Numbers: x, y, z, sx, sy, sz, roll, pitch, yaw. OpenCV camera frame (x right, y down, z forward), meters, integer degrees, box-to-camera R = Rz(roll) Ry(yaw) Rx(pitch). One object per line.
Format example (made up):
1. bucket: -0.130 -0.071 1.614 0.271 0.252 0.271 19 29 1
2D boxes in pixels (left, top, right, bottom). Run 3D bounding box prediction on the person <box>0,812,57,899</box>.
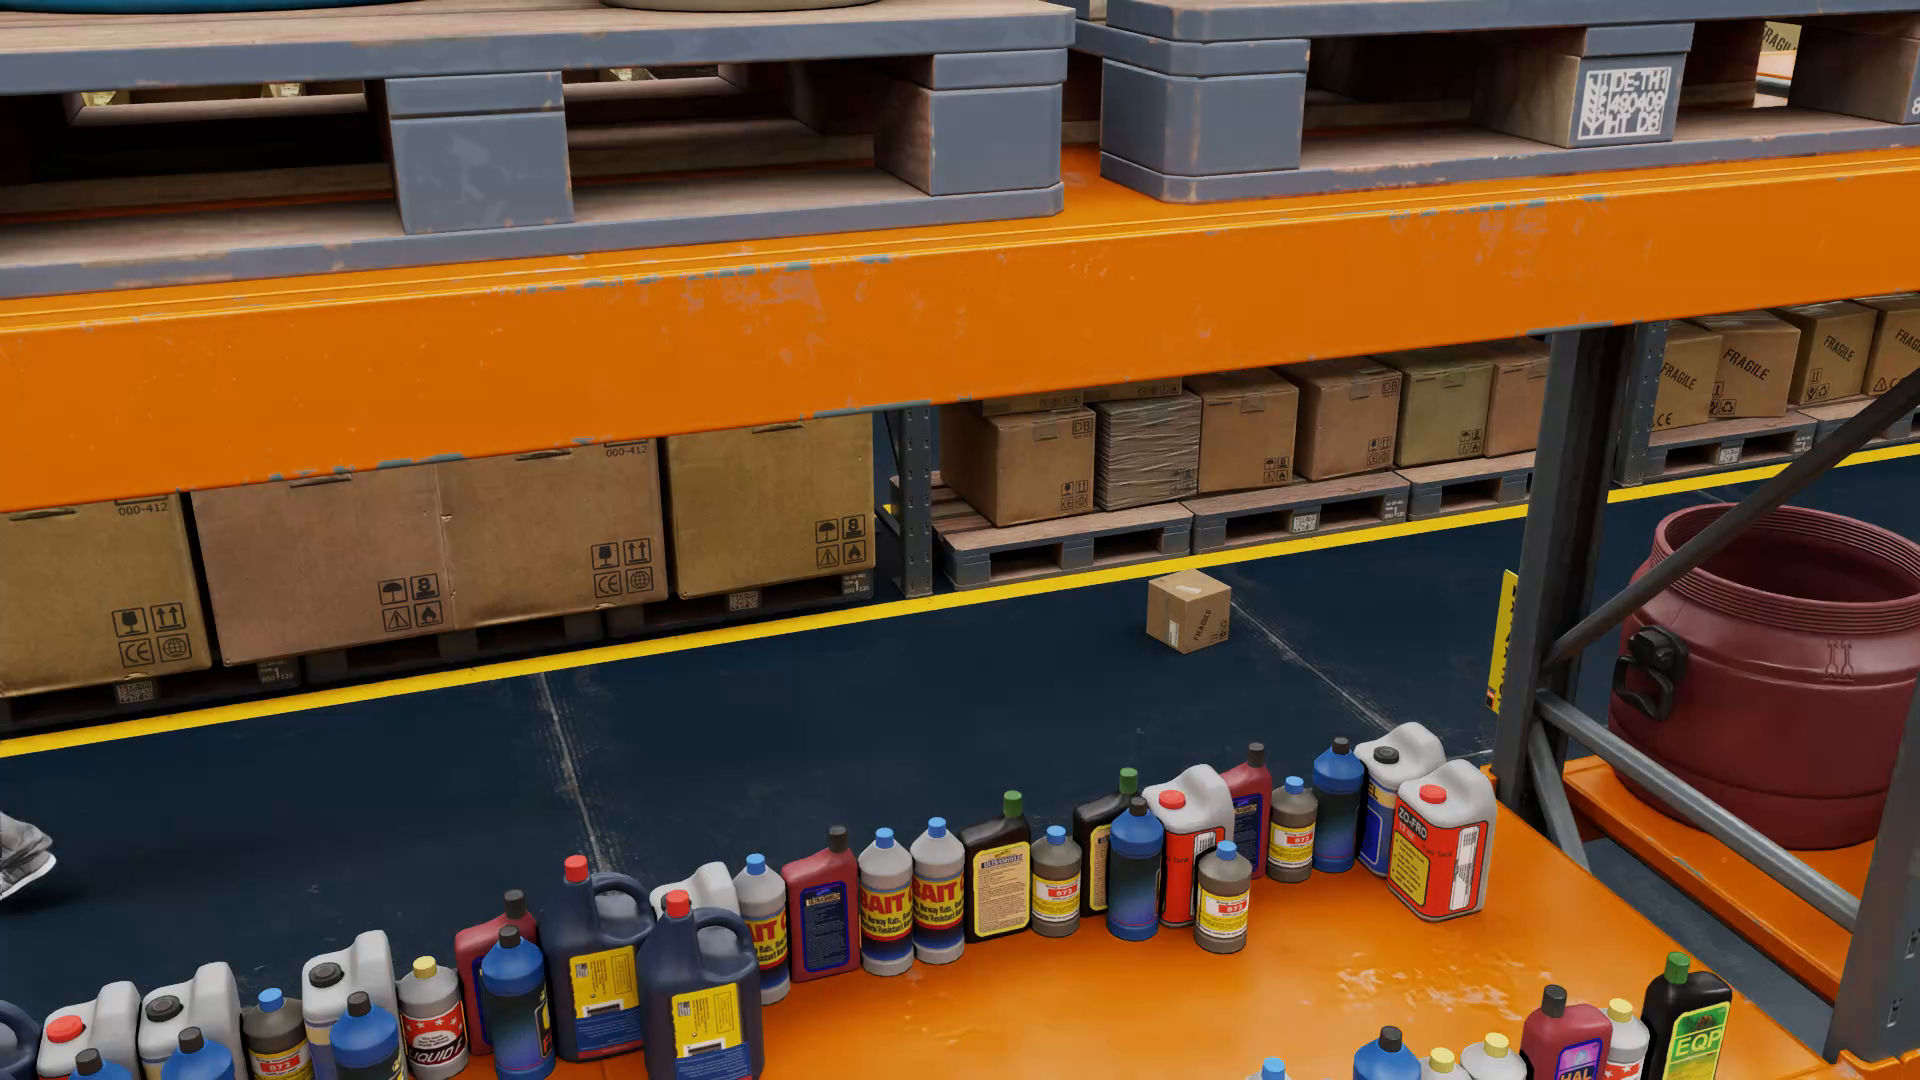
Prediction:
1. person: -3.354 0.476 4.970 0.933 1.544 0.403 -9 24 -20
